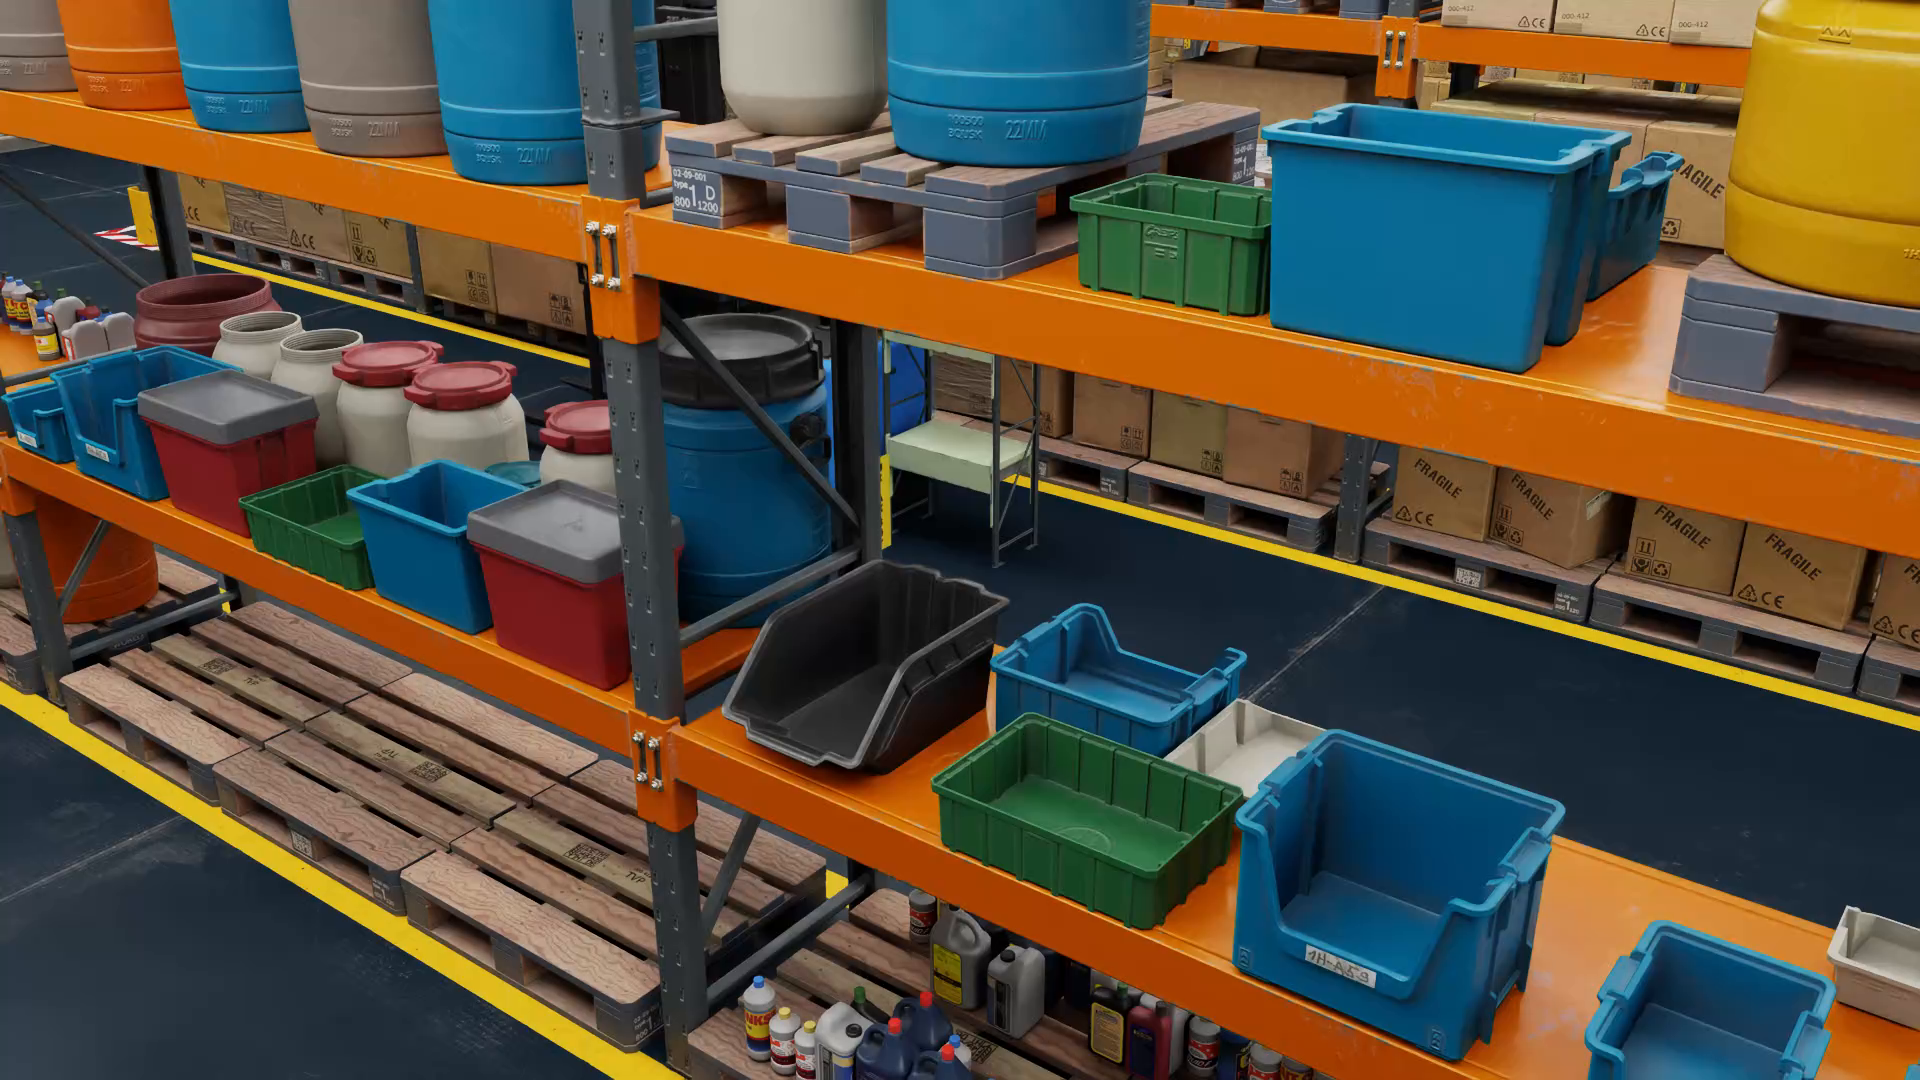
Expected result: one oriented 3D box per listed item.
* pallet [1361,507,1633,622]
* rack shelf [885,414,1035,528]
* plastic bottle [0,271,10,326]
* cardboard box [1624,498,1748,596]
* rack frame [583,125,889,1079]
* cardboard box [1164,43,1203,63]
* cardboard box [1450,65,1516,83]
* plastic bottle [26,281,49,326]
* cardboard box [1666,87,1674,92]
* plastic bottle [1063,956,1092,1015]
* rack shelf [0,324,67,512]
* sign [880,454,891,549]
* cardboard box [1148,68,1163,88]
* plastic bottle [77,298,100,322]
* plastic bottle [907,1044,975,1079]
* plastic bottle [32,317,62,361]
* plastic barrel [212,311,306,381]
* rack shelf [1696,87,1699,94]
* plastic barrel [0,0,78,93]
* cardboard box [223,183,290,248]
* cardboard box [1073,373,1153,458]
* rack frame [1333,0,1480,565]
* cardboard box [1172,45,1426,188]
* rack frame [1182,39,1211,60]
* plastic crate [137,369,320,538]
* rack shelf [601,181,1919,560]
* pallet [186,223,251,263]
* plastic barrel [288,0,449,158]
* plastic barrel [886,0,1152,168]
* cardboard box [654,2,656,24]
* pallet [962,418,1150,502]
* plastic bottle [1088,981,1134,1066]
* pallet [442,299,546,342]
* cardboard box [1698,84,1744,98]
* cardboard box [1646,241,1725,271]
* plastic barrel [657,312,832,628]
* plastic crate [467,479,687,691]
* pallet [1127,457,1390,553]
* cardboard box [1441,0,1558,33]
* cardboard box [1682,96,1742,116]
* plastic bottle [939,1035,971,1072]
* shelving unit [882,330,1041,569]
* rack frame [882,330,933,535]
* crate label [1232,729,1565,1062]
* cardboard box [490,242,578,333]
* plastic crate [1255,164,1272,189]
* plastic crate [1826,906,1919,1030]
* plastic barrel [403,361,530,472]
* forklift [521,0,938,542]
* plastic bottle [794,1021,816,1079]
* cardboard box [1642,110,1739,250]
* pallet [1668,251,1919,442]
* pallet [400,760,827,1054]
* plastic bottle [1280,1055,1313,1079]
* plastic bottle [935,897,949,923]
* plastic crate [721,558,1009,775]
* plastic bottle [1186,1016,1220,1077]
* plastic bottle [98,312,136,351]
[{"bbox_3d":[2.928,0.013,8.958,1.213,0.211,1.003,17,29,33],"label":"pallet"},{"bbox_3d":[0.005,-0.386,9.075,0.720,0.370,0.431,17,29,33],"label":"rack shelf"},{"bbox_3d":[-4.851,-1.233,8.472,0.133,0.283,0.061,17,29,33],"label":"plastic bottle"},{"bbox_3d":[3.673,-0.092,8.317,0.500,0.500,0.500,14,27,29],"label":"cardboard box"},{"bbox_3d":[-0.601,0.184,5.112,0.127,3.000,1.000,17,29,33],"label":"rack frame"},{"bbox_3d":[1.958,-4.352,14.829,0.250,0.149,0.380,18,30,36],"label":"cardboard box"},{"bbox_3d":[4.208,-3.857,12.920,0.500,0.500,0.700,17,29,34],"label":"cardboard box"},{"bbox_3d":[-4.589,-1.153,8.292,0.133,0.283,0.061,17,29,33],"label":"plastic bottle"},{"bbox_3d":[5.166,-3.249,12.781,0.500,0.500,0.500,17,29,34],"label":"cardboard box"},{"bbox_3d":[0.396,1.361,5.264,0.133,0.283,0.061,19,30,37],"label":"plastic bottle"},{"bbox_3d":[-5.402,-0.937,8.550,4.000,0.370,1.077,17,29,33],"label":"rack shelf"},{"bbox_3d":[-0.262,-0.117,5.453,0.005,0.325,0.100,17,29,33],"label":"sign"},{"bbox_3d":[1.554,-4.005,14.411,0.250,0.149,0.380,17,29,34],"label":"cardboard box"},{"bbox_3d":[-4.190,-1.033,8.019,0.133,0.283,0.061,17,29,33],"label":"plastic bottle"},{"bbox_3d":[-0.053,1.570,4.707,0.185,0.351,0.144,15,28,31],"label":"plastic bottle"},{"bbox_3d":[-4.384,-0.968,7.974,0.097,0.201,0.097,0,24,0],"label":"plastic bottle"},{"bbox_3d":[-2.850,-0.654,6.876,0.421,0.512,0.421,0,24,0],"label":"plastic barrel"},{"bbox_3d":[6.713,-4.766,17.238,4.000,0.370,1.077,17,29,33],"label":"rack shelf"},{"bbox_3d":[-3.275,-2.117,5.991,0.600,0.901,0.600,0,24,0],"label":"plastic barrel"},{"bbox_3d":[-5.944,-3.186,14.876,0.875,0.875,0.875,17,29,33],"label":"cardboard box"},{"bbox_3d":[1.073,-0.883,10.089,0.500,0.500,0.700,14,27,29],"label":"cardboard box"},{"bbox_3d":[2.370,-1.414,8.739,0.127,3.000,1.000,17,29,33],"label":"rack frame"},{"bbox_3d":[1.818,-2.118,9.072,1.000,1.000,1.000,17,29,34],"label":"cardboard box"},{"bbox_3d":[2.225,-3.957,14.510,0.127,3.000,1.000,17,29,33],"label":"rack frame"},{"bbox_3d":[-2.692,-0.323,6.183,0.583,0.464,0.402,17,29,33],"label":"plastic crate"},{"bbox_3d":[1.000,-0.376,3.554,4.000,0.370,1.077,17,29,33],"label":"rack shelf"},{"bbox_3d":[-6.546,-2.871,15.505,1.213,0.211,1.003,17,29,33],"label":"pallet"},{"bbox_3d":[-1.661,-1.629,4.885,0.600,0.901,0.600,0,24,0],"label":"plastic barrel"},{"bbox_3d":[0.131,-1.335,3.697,0.708,0.901,0.600,17,29,33],"label":"plastic barrel"},{"bbox_3d":[-3.155,-5.632,17.819,0.500,0.500,0.500,17,29,34],"label":"cardboard box"},{"bbox_3d":[0.765,-0.620,10.396,1.213,0.211,1.003,17,29,33],"label":"pallet"},{"bbox_3d":[0.459,1.452,5.057,0.133,0.283,0.061,17,29,33],"label":"plastic bottle"},{"bbox_3d":[-3.369,-1.910,13.323,1.213,0.211,1.003,17,29,33],"label":"pallet"},{"bbox_3d":[5.700,-3.452,11.839,0.550,0.550,0.875,17,29,33],"label":"cardboard box"},{"bbox_3d":[3.532,-1.246,7.865,0.500,0.500,0.875,17,29,33],"label":"cardboard box"},{"bbox_3d":[-0.728,-0.236,5.445,0.708,0.901,0.600,17,29,33],"label":"plastic barrel"},{"bbox_3d":[-1.172,0.137,5.140,0.583,0.464,0.402,17,29,33],"label":"plastic crate"},{"bbox_3d":[1.746,-0.326,9.727,1.213,0.211,1.003,17,29,33],"label":"pallet"},{"bbox_3d":[2.576,-2.526,7.730,0.500,0.250,0.500,16,28,31],"label":"cardboard box"},{"bbox_3d":[3.695,-1.792,7.863,0.500,0.500,0.500,17,29,33],"label":"cardboard box"},{"bbox_3d":[-0.015,1.557,4.835,0.097,0.271,0.097,0,24,0],"label":"plastic bottle"},{"bbox_3d":[0.005,-0.685,8.944,0.755,1.500,0.431,17,29,33],"label":"shelving unit"},{"bbox_3d":[-0.288,-0.773,9.145,0.023,1.500,0.400,17,29,33],"label":"rack frame"},{"bbox_3d":[0.965,0.777,3.721,0.616,0.435,0.502,17,29,33],"label":"crate label"},{"bbox_3d":[-2.792,-2.204,12.647,0.875,0.875,1.225,16,28,32],"label":"cardboard box"},{"bbox_3d":[0.926,-0.810,3.975,0.396,0.136,0.243,17,29,33],"label":"plastic crate"},{"bbox_3d":[2.077,0.952,3.696,0.250,0.136,0.298,17,29,33],"label":"plastic crate"},{"bbox_3d":[-1.822,-0.358,6.173,0.433,0.535,0.433,0,24,0],"label":"plastic barrel"},{"bbox_3d":[-1.624,-1.772,9.638,3.031,2.935,1.130,16,28,32],"label":"forklift"},{"bbox_3d":[-0.446,1.531,4.980,0.097,0.201,0.097,0,24,0],"label":"plastic bottle"},{"bbox_3d":[3.378,-1.621,7.476,0.500,0.500,0.500,17,29,33],"label":"cardboard box"},{"bbox_3d":[1.997,-0.366,2.875,1.213,0.211,1.003,17,29,33],"label":"pallet"},{"bbox_3d":[-1.252,1.283,6.077,1.213,0.211,1.003,17,29,33],"label":"pallet"},{"bbox_3d":[0.982,1.553,4.844,0.097,0.271,0.097,0,24,0],"label":"plastic bottle"},{"bbox_3d":[-0.018,1.236,5.548,0.133,0.283,0.061,19,30,36],"label":"plastic bottle"},{"bbox_3d":[-0.258,0.380,4.744,0.504,0.338,0.767,17,29,33],"label":"plastic crate"},{"bbox_3d":[0.738,1.511,5.025,0.097,0.201,0.097,0,24,0],"label":"plastic bottle"},{"bbox_3d":[-3.954,-0.935,7.806,0.135,0.276,0.152,17,29,33],"label":"plastic bottle"}]
